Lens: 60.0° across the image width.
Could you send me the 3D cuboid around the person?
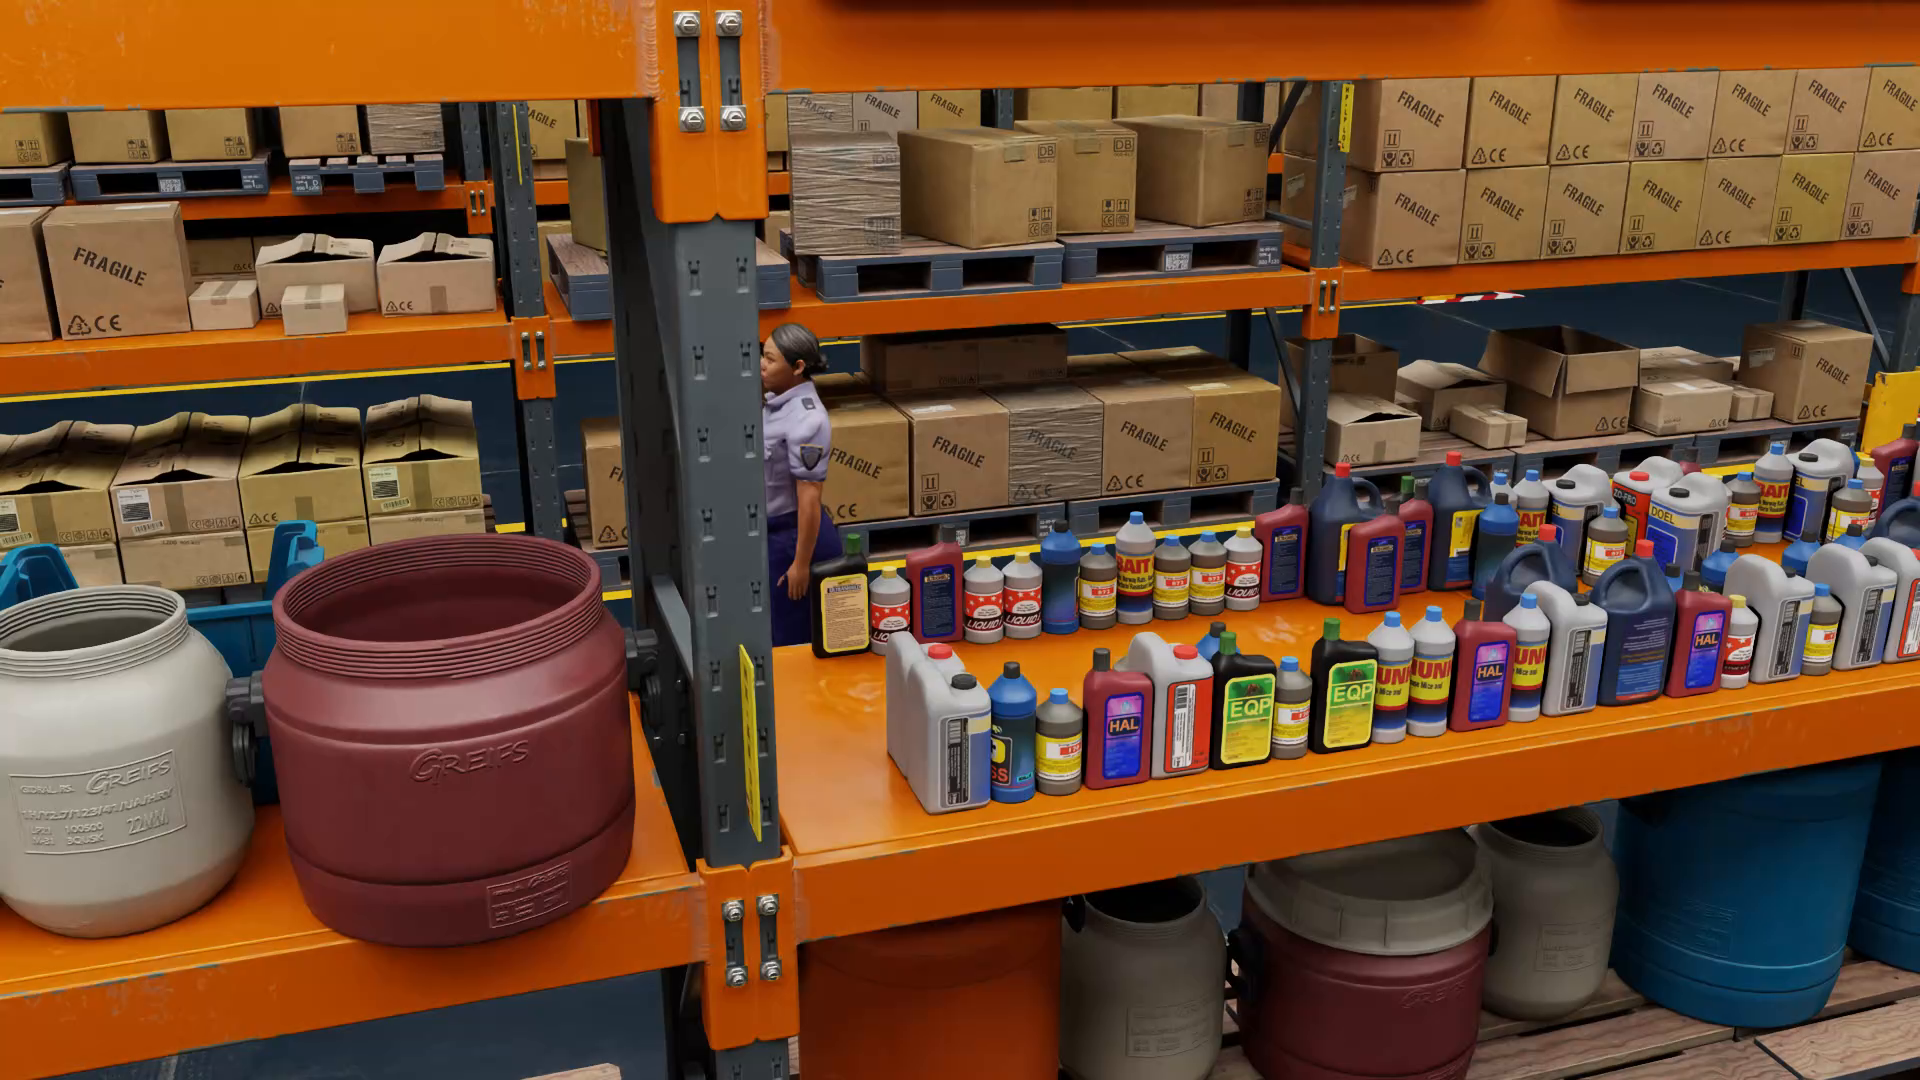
[{"bbox_3d":[-0.610,0.037,5.994,0.344,1.660,0.472,-6,20,-16],"label":"person"}]
